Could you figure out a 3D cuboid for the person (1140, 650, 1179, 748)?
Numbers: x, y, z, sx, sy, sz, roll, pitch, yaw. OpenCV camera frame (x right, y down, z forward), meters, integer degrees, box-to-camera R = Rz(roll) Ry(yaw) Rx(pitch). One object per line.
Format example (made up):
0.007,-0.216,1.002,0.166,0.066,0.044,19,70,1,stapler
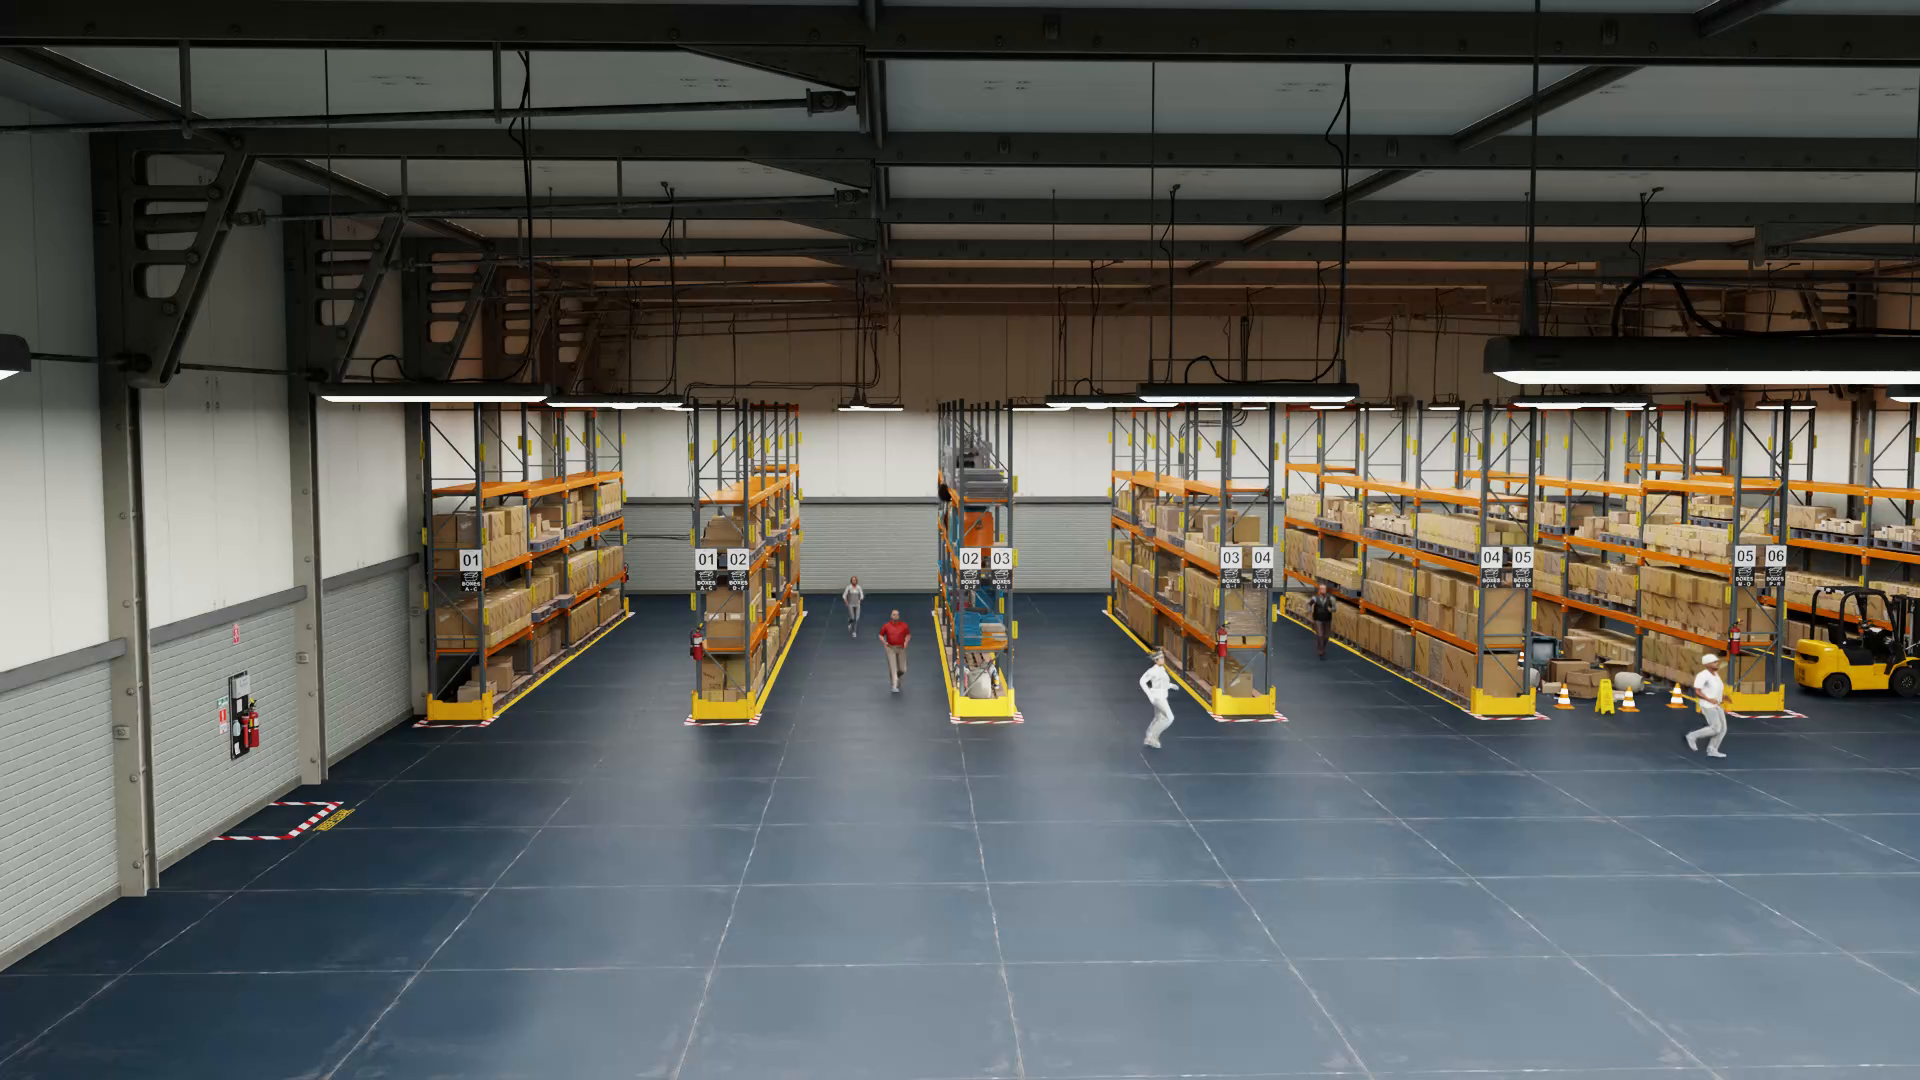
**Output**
3.433,2.718,28.426,0.640,1.670,0.591,2,5,26,person

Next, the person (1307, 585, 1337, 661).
8.439,1.901,38.717,0.655,1.712,0.963,0,4,-1,person

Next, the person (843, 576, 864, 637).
-2.726,1.710,42.718,0.536,1.555,0.544,-1,4,-14,person

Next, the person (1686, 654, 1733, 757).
12.496,2.758,27.747,0.702,1.717,0.625,-4,6,-44,person

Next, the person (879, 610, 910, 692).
-1.342,2.278,34.318,0.664,1.673,0.645,-1,4,-11,person
